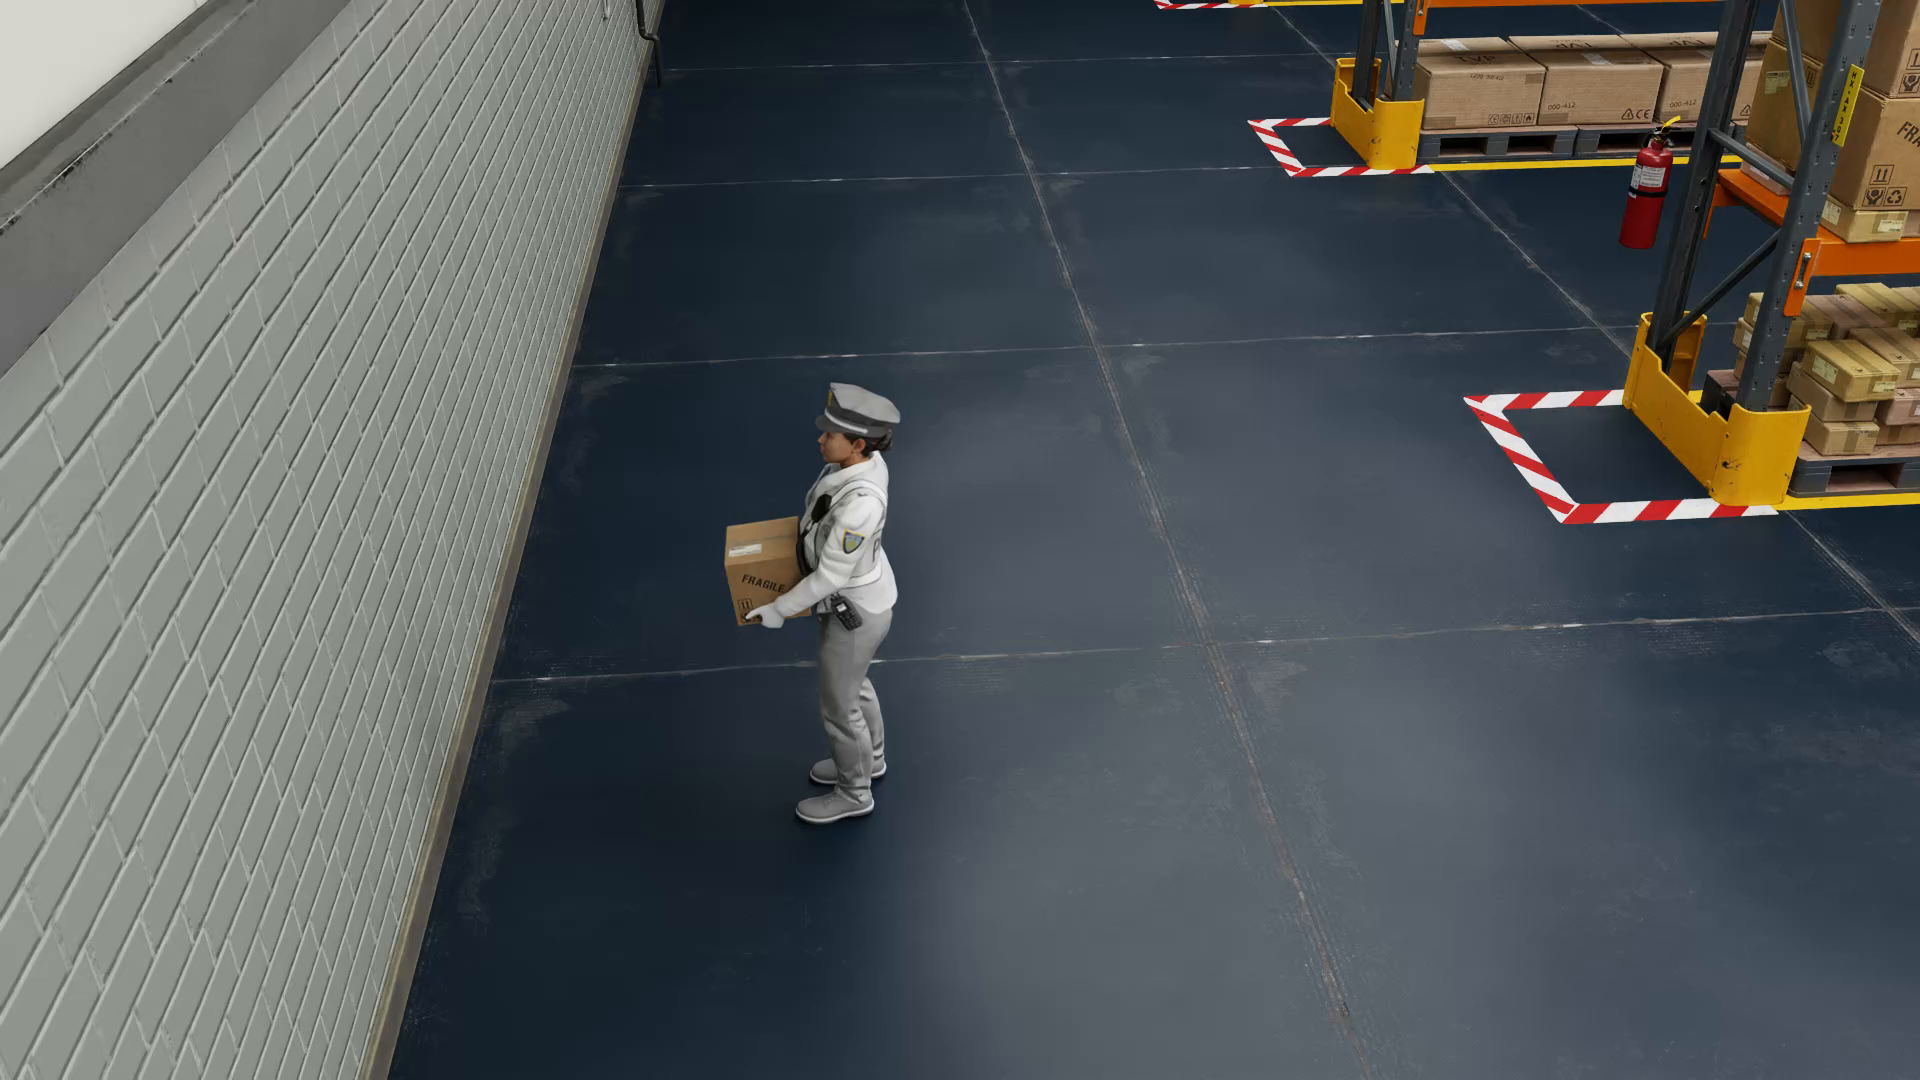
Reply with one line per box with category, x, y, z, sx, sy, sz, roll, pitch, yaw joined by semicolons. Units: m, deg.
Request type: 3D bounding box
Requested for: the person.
person;-0.462;0.235;5.738;0.539;1.678;0.457;-3;31;-4
